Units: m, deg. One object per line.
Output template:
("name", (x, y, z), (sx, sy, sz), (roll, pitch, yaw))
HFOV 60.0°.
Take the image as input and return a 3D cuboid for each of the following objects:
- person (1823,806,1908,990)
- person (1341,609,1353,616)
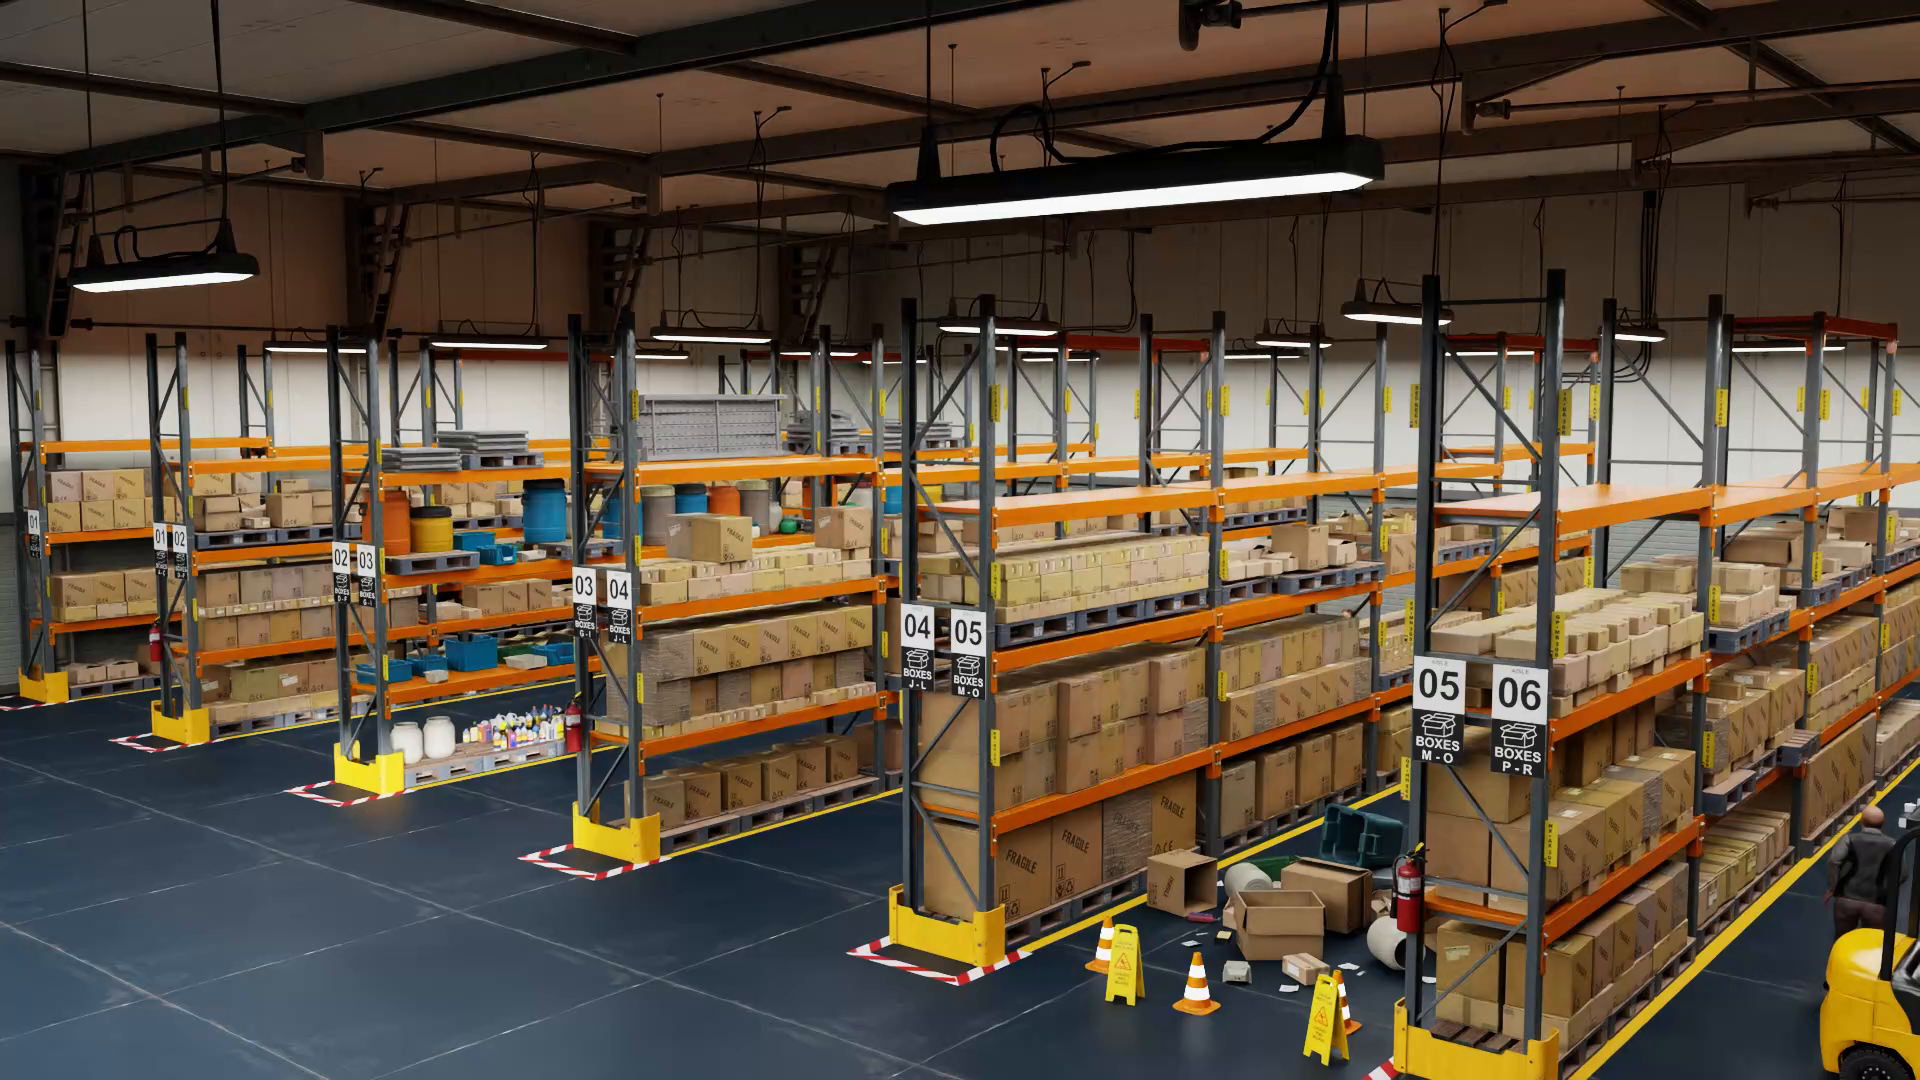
("person", (7.710, 3.092, 14.183), (0.585, 1.616, 0.739), (4, 7, 41))
("person", (6.240, 1.913, 26.942), (0.460, 1.596, 1.068), (3, 6, 34))
